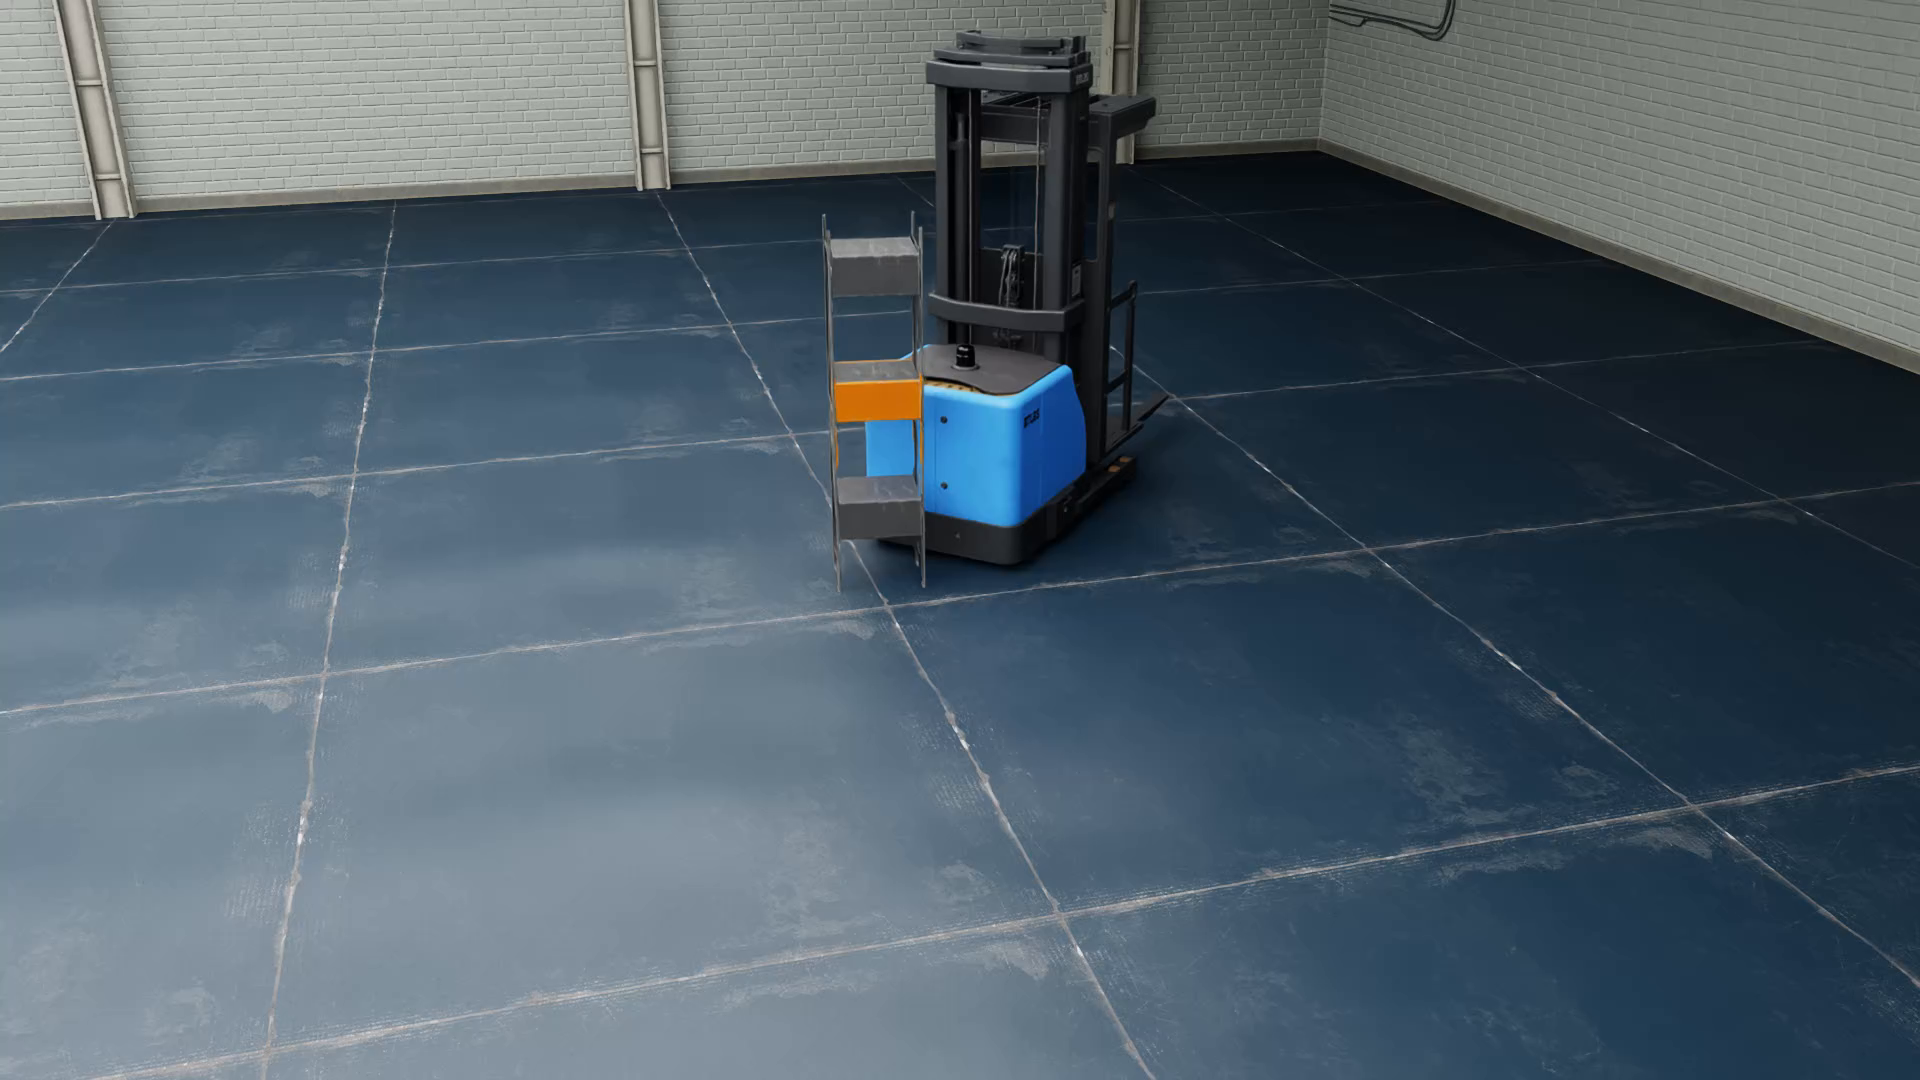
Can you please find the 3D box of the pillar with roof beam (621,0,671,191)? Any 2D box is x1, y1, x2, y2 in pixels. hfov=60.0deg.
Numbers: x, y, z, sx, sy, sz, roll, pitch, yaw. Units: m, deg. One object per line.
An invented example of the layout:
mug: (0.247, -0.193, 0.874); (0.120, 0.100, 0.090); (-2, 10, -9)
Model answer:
pillar with roof beam: (-2.575, -6.802, 14.689); (0.400, 9.000, 9.100); (-6, 24, -14)

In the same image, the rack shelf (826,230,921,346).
rack shelf: (-0.474, -1.376, 9.054); (0.480, 0.518, 0.431); (-3, 23, -7)

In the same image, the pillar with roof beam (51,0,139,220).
pillar with roof beam: (-8.352, -6.162, 13.200); (0.400, 9.000, 9.100); (-6, 24, -14)

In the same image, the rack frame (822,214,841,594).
rack frame: (-0.716, -0.733, 9.295); (0.015, 2.100, 0.400); (-3, 23, -7)

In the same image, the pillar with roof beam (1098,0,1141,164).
pillar with roof beam: (3.202, -7.441, 16.179); (0.400, 9.000, 9.100); (-6, 24, -14)

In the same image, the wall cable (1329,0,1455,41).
wall cable: (5.232, -7.460, 20.161); (0.112, 2.526, 3.097); (-6, 24, -14)

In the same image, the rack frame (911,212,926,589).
rack frame: (-0.232, -0.759, 9.355); (0.015, 2.100, 0.400); (-3, 23, -7)

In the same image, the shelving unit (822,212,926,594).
shelving unit: (-0.474, -0.746, 9.325); (0.503, 2.100, 0.431); (-3, 23, -7)

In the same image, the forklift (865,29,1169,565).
forklift: (0.542, -1.746, 10.601); (1.130, 2.935, 3.031); (11, 26, 25)

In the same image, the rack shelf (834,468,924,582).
rack shelf: (-0.474, -0.090, 9.606); (0.480, 0.518, 0.431); (-3, 23, -7)

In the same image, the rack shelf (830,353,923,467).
rack shelf: (-0.474, -0.733, 9.330); (0.480, 0.518, 0.431); (-3, 23, -7)
